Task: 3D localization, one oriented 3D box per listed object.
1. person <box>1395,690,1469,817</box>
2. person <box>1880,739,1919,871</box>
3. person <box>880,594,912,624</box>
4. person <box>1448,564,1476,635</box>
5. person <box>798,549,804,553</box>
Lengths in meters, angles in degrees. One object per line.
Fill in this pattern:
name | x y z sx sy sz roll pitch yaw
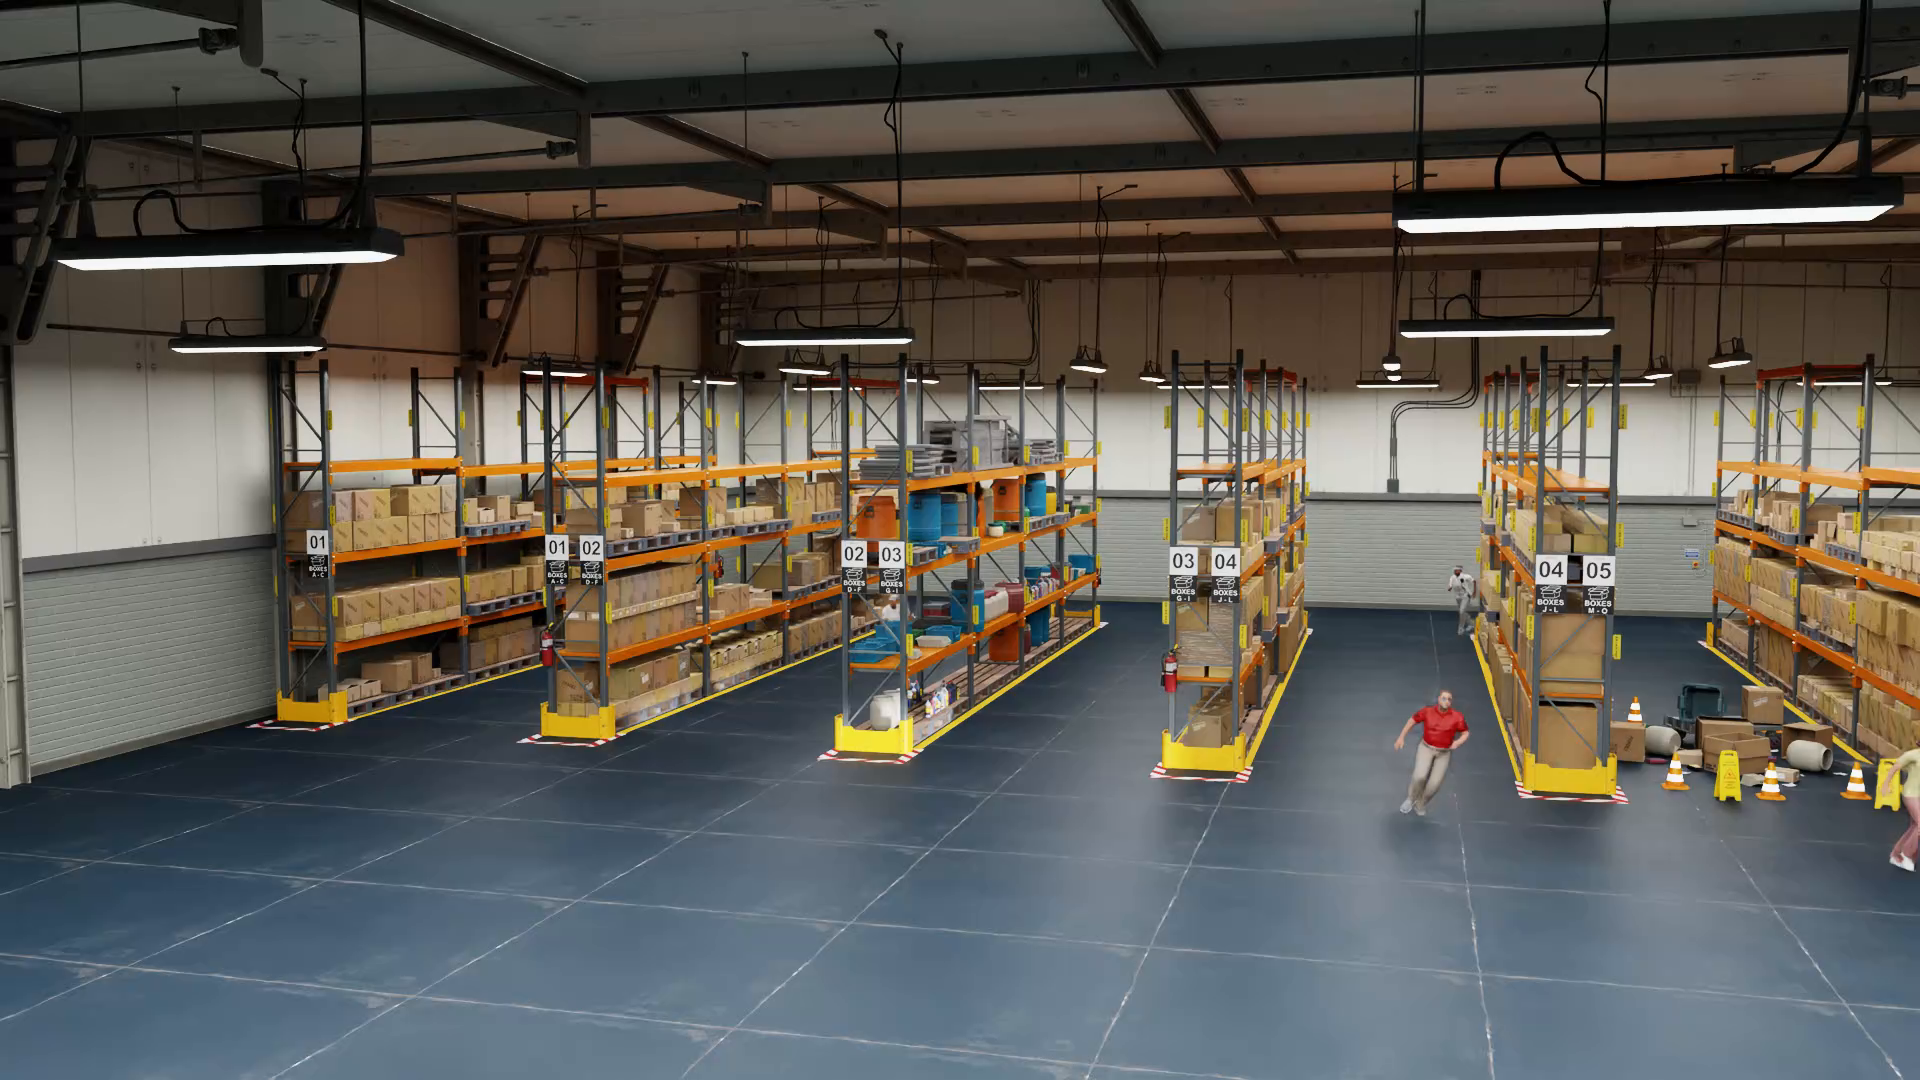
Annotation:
person | 5.979 2.707 20.961 0.855 1.654 0.675 0 4 3
person | 10.624 2.860 18.319 0.542 1.615 0.757 -1 4 -14
person | -1.269 1.842 33.139 0.609 1.557 0.827 0 4 6
person | 11.815 1.379 39.100 0.954 1.644 0.593 -4 5 -41
person | -4.196 1.016 44.003 0.903 1.572 0.589 2 5 30
